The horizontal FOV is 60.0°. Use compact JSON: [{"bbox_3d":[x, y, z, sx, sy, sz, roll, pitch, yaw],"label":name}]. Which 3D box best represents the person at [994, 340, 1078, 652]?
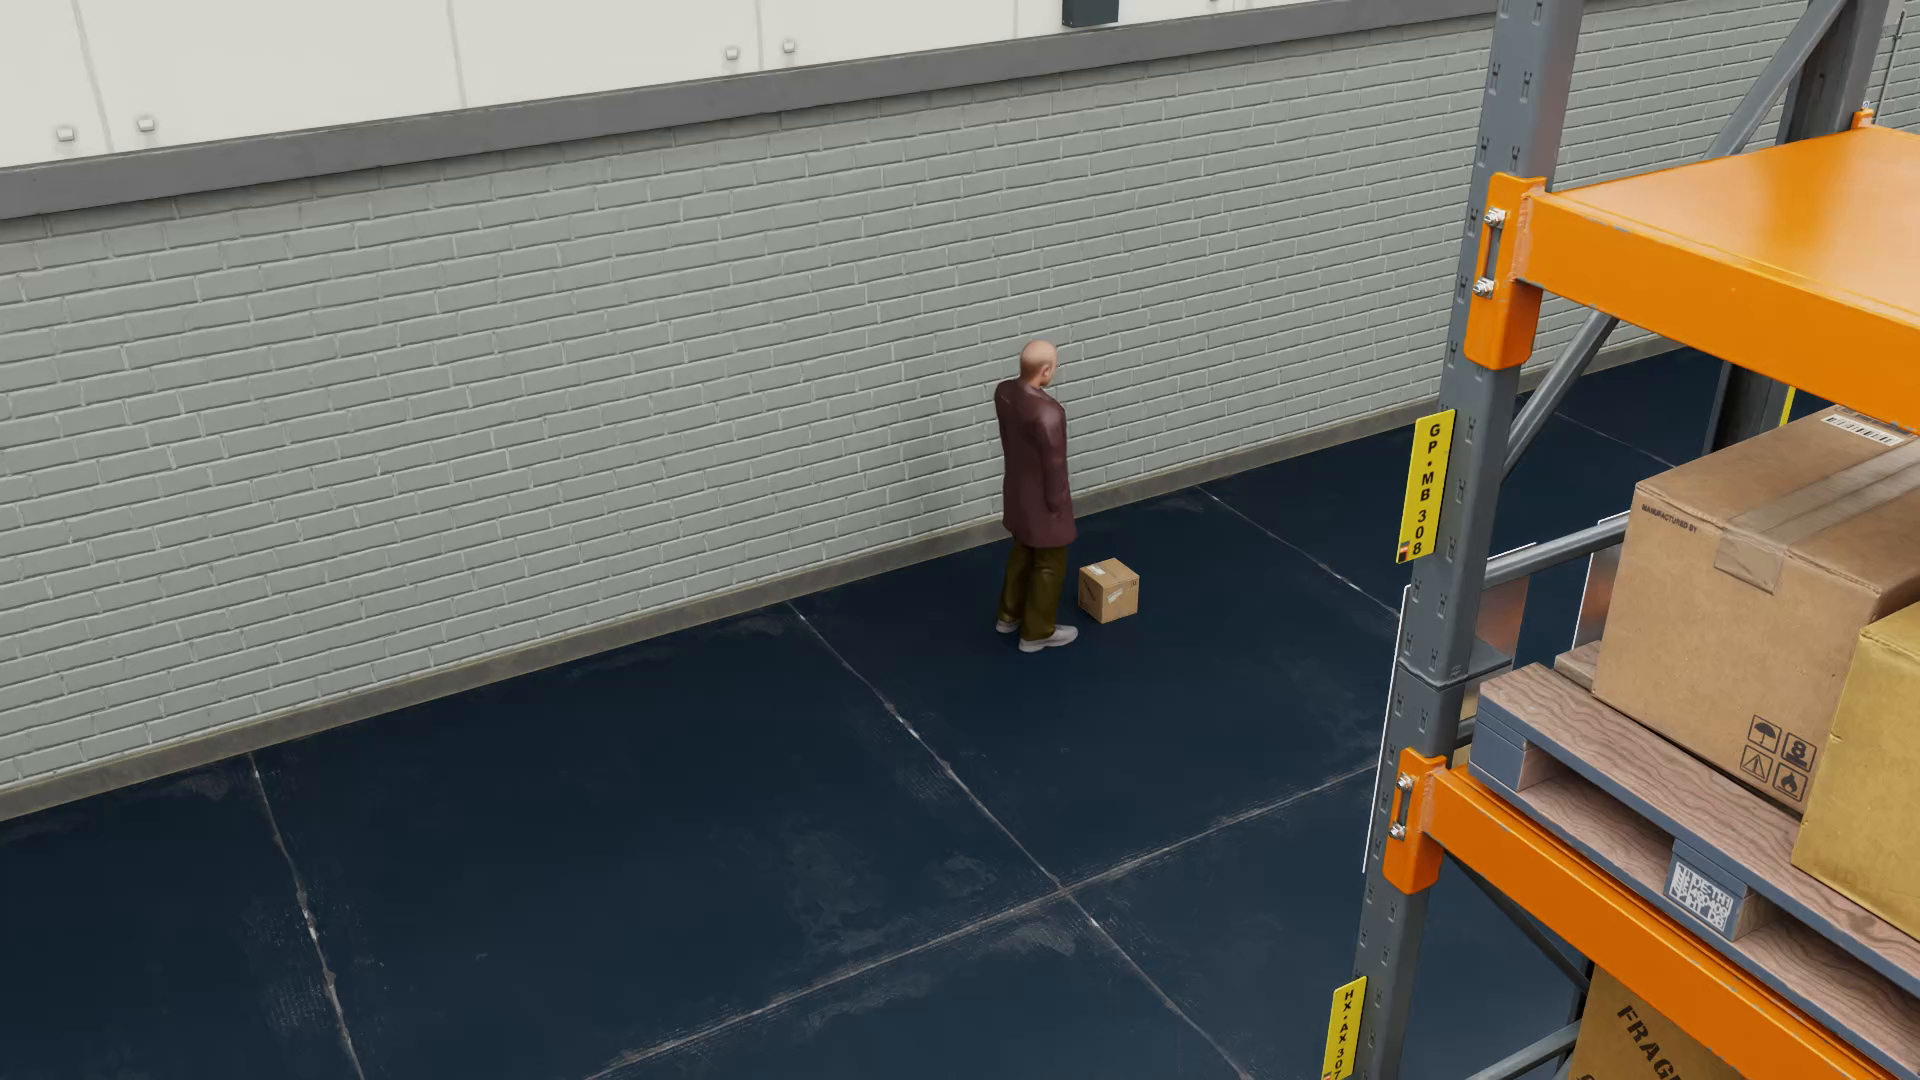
[{"bbox_3d":[0.417,-0.256,9.066,0.384,1.772,0.563,-15,32,-25],"label":"person"}]
